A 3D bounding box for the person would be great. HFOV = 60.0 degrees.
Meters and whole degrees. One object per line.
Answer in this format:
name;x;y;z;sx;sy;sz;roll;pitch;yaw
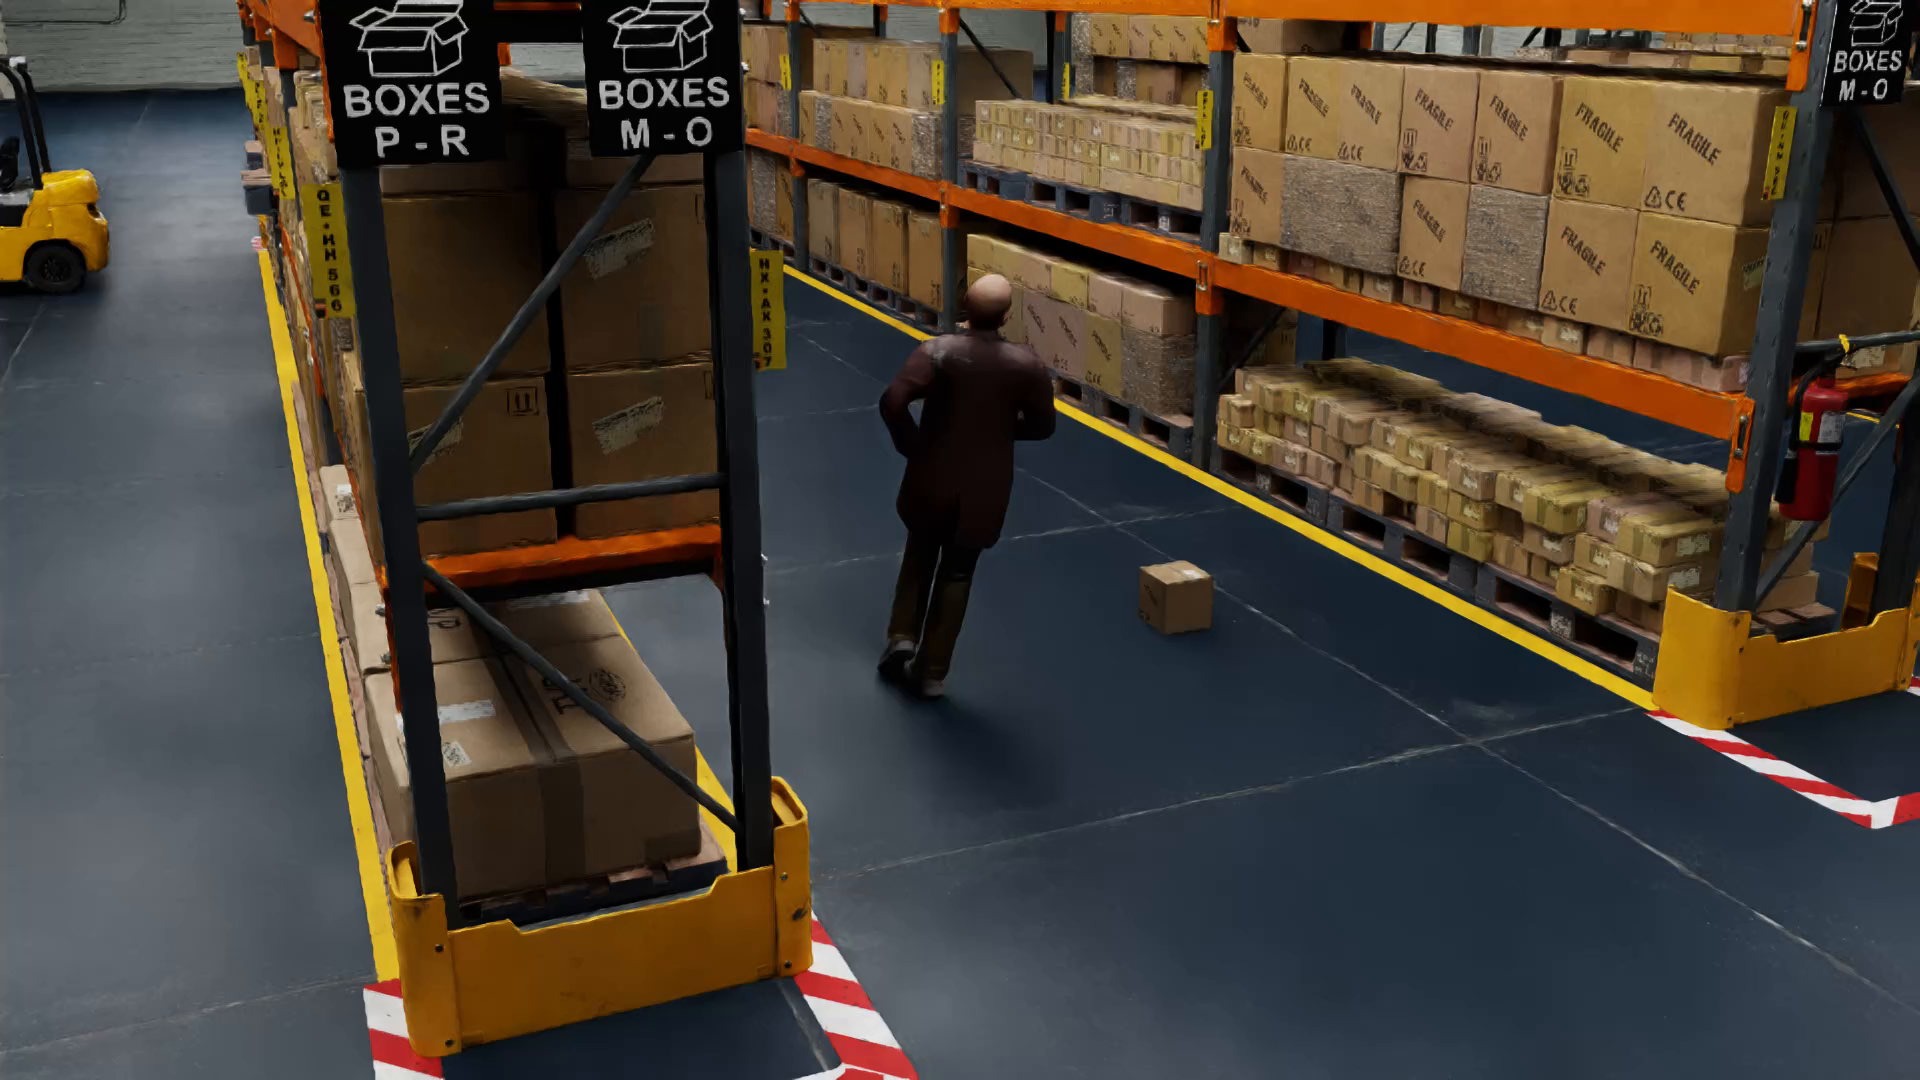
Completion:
person;0.014;-0.212;6.832;0.748;1.790;0.582;0;19;0
